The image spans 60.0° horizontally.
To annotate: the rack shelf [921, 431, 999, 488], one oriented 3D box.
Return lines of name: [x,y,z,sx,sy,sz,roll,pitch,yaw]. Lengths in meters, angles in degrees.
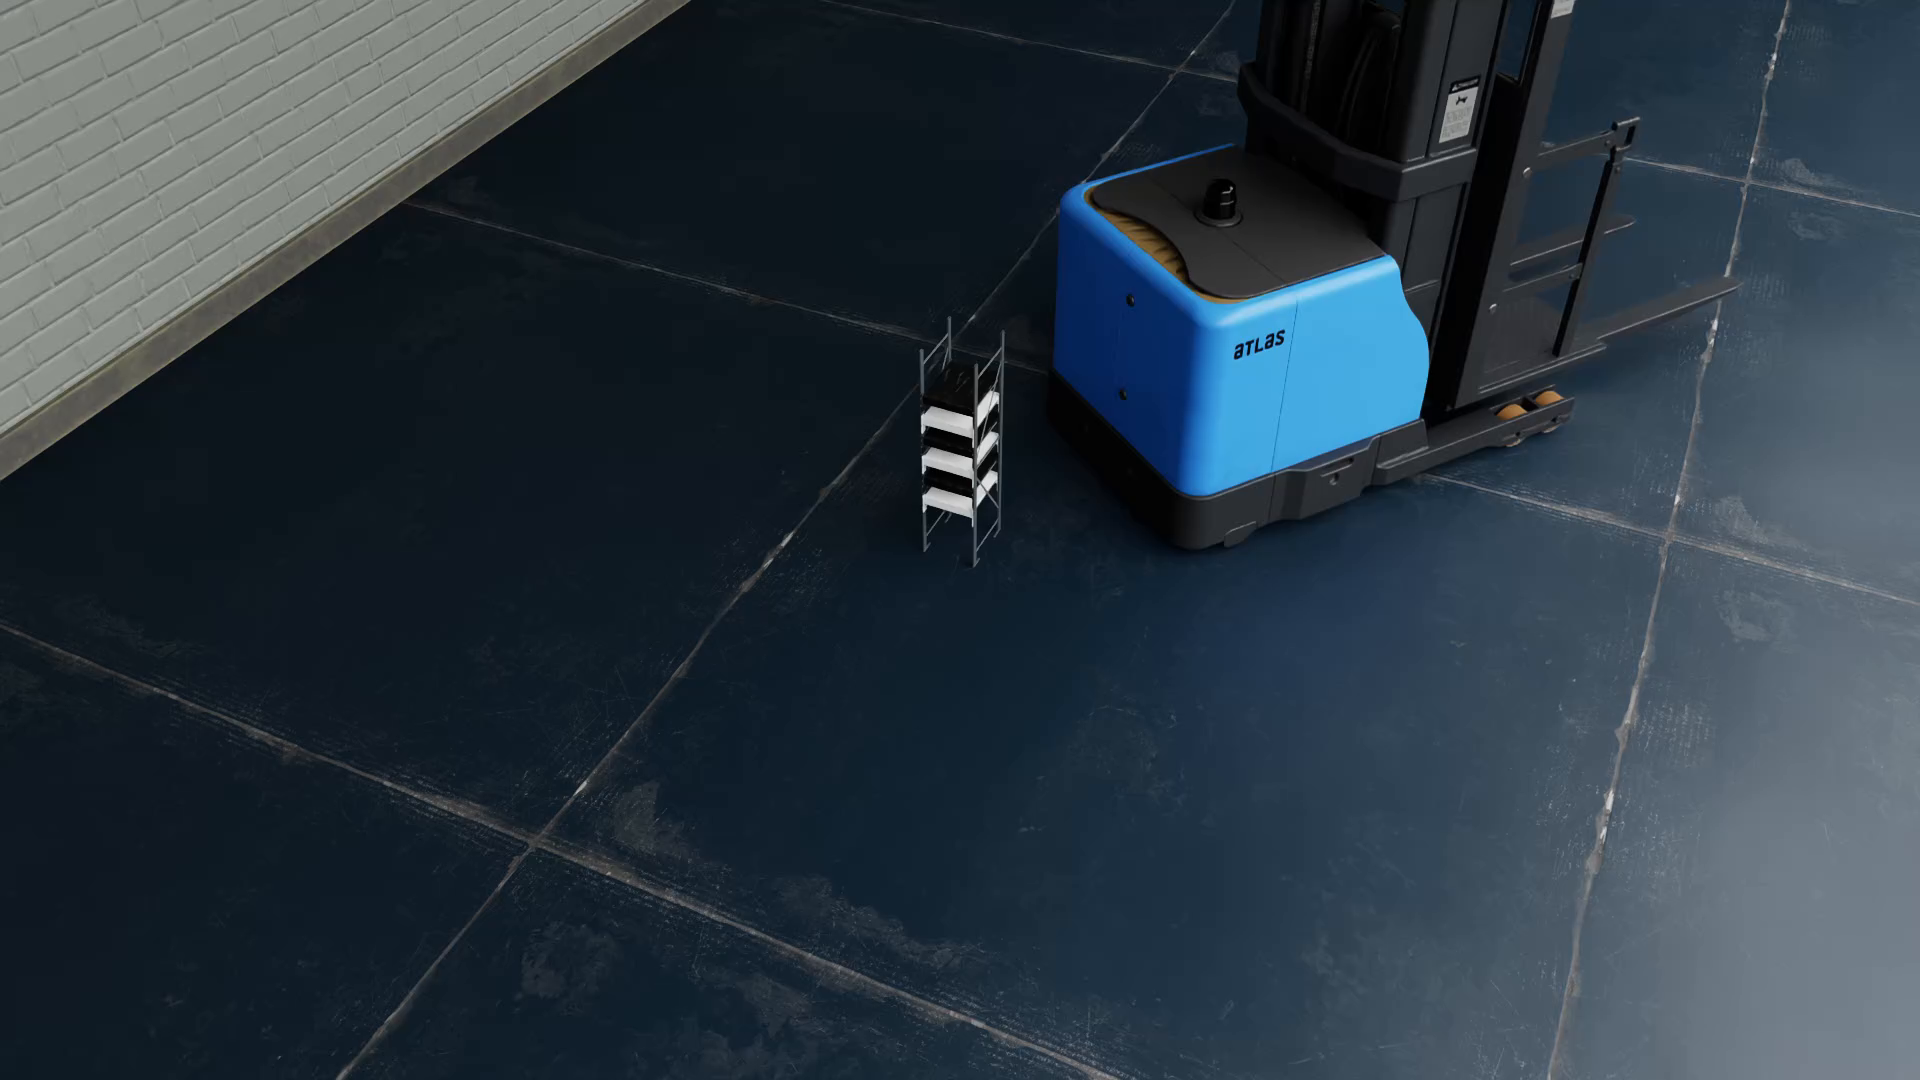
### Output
rack shelf: [0.007,-0.313,5.974,0.200,0.077,0.258,17,44,19]

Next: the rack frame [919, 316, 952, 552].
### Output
rack frame: [-0.085,-0.366,5.985,0.006,0.900,0.240,17,44,19]

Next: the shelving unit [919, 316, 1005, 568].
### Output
shelving unit: [0.007,-0.338,5.953,0.210,0.900,0.258,17,44,19]

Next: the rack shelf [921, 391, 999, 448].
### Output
rack shelf: [0.007,-0.449,5.857,0.200,0.077,0.258,17,44,19]

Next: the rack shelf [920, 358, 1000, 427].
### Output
rack shelf: [0.007,-0.517,5.798,0.200,0.077,0.258,17,44,19]

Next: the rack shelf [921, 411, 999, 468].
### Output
rack shelf: [0.007,-0.381,5.916,0.200,0.077,0.258,17,44,19]

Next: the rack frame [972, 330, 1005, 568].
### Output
rack frame: [0.099,-0.310,5.920,0.006,0.900,0.240,17,44,19]

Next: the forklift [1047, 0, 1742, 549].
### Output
forklift: [1.895,-1.769,6.053,3.031,2.935,1.130,-20,45,-21]

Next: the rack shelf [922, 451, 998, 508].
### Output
rack shelf: [0.007,-0.245,6.033,0.200,0.077,0.258,17,44,19]

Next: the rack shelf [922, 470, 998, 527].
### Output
rack shelf: [0.007,-0.177,6.092,0.200,0.077,0.258,17,44,19]
